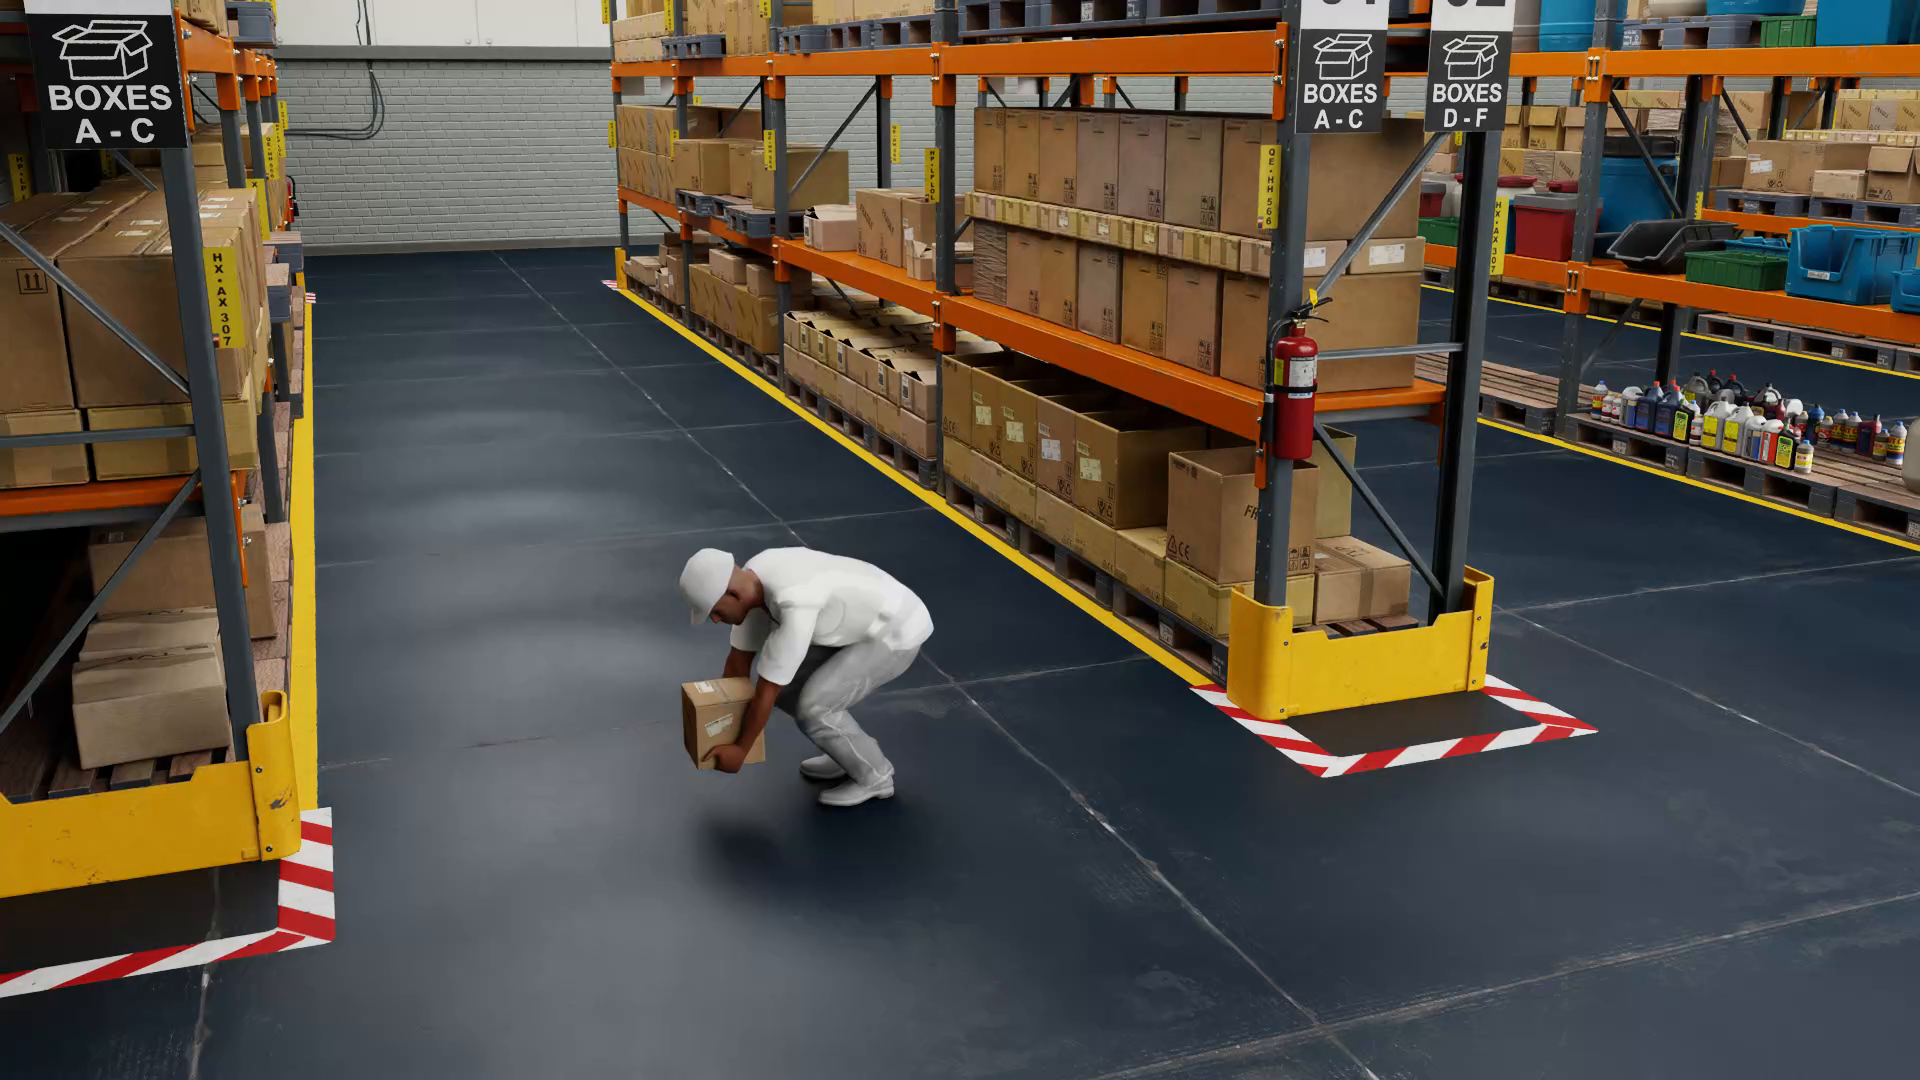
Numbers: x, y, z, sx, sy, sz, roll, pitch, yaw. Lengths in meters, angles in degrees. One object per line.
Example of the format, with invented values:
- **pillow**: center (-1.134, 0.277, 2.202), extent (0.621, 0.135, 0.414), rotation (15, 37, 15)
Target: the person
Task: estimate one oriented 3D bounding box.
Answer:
- **person**: center (-0.563, 0.479, 6.178), extent (0.940, 1.009, 0.527), rotation (-6, 17, -22)
